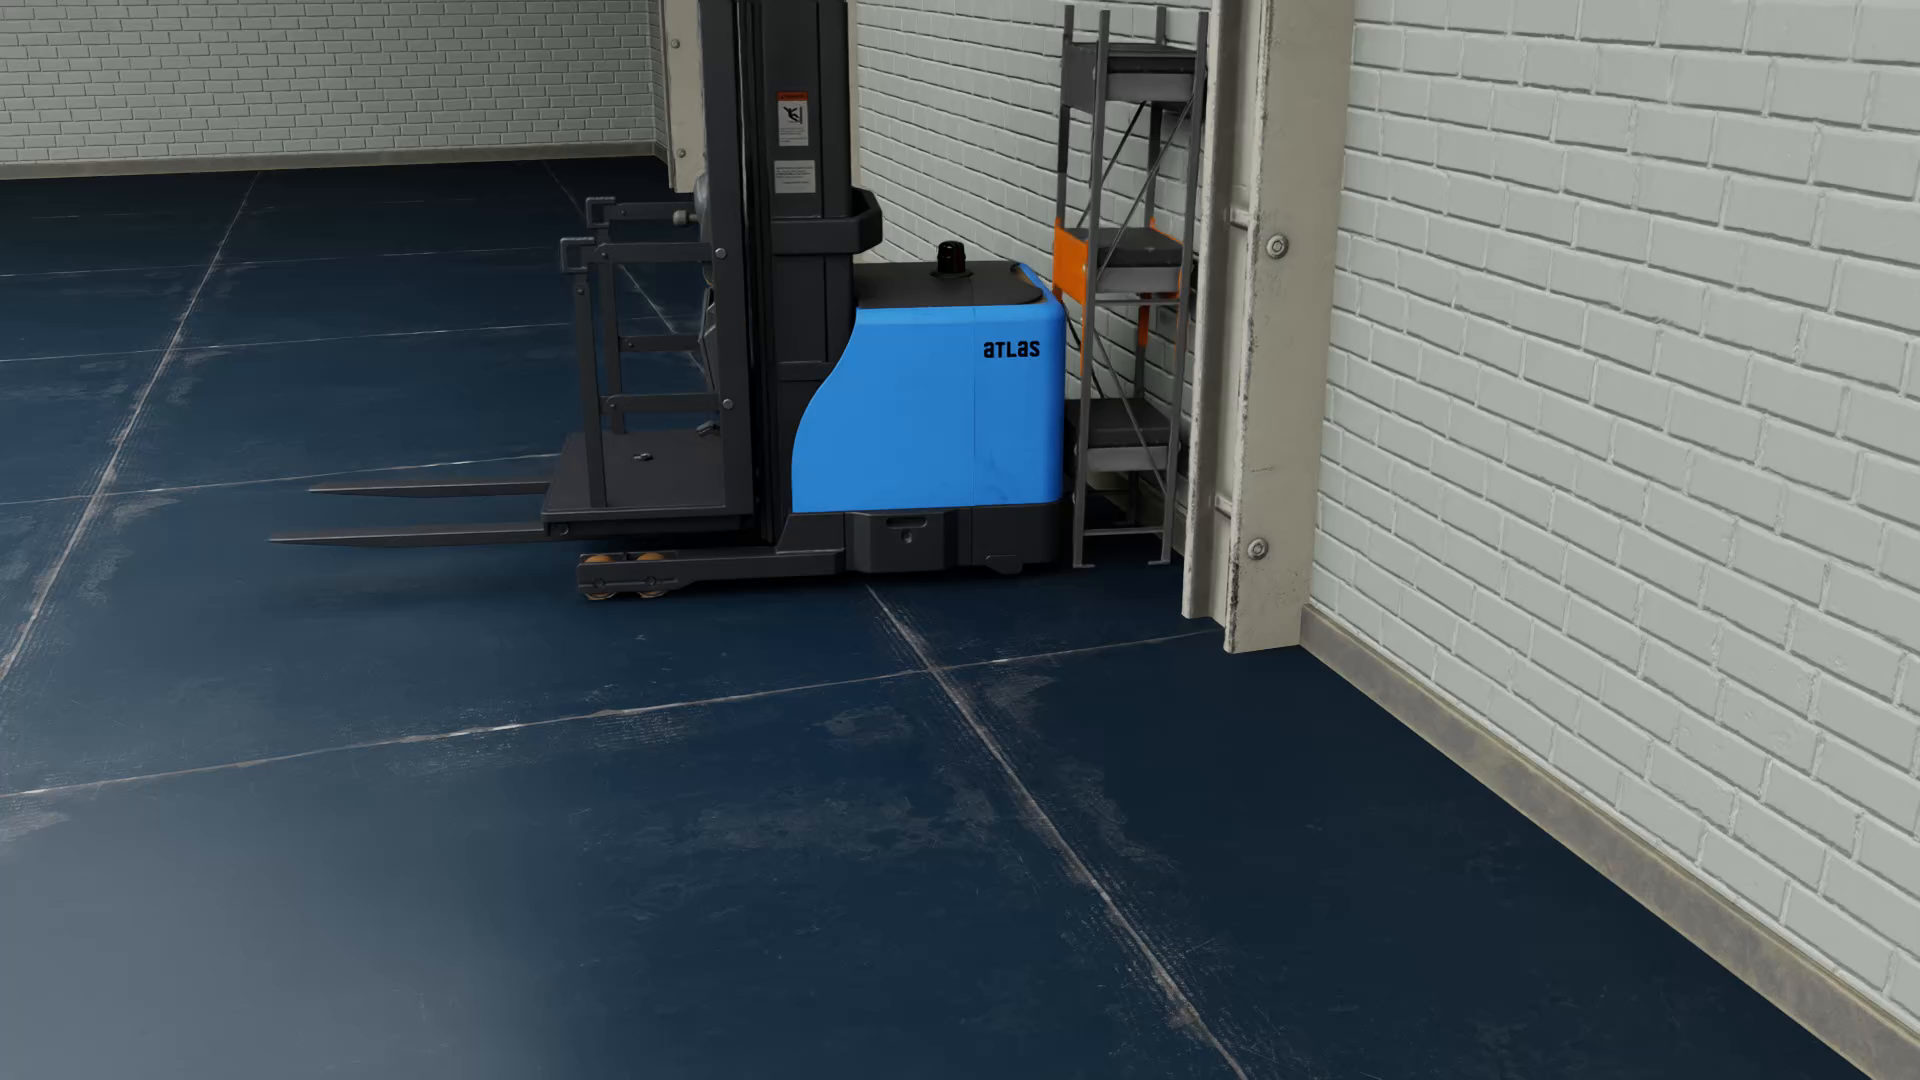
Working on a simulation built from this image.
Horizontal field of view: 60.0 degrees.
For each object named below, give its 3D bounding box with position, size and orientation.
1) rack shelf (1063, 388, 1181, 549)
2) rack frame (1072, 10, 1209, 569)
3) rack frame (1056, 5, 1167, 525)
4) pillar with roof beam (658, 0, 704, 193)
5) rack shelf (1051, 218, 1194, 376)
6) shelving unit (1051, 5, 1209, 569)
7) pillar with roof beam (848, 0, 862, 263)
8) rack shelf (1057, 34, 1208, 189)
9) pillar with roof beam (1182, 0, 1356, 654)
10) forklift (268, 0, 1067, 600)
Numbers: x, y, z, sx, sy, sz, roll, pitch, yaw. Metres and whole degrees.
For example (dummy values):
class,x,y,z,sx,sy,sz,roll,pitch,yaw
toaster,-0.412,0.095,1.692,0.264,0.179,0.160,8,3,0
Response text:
class,x,y,z,sx,sy,sz,roll,pitch,yaw
rack shelf,0.601,-0.296,6.710,0.431,0.518,0.480,-3,20,-11
rack frame,0.666,-0.887,6.247,0.400,2.100,0.015,-3,20,-11
rack frame,0.570,-1.050,6.697,0.400,2.100,0.015,-3,20,-11
pillar with roof beam,-6.831,-7.311,13.958,9.100,9.000,0.400,-6,21,-17
rack shelf,0.618,-0.956,6.476,0.431,0.518,0.480,-3,20,-11
shelving unit,0.618,-0.968,6.472,0.431,2.100,0.503,-3,20,-11
pillar with roof beam,-4.945,-5.385,8.597,9.100,9.000,0.400,-6,21,-17
rack shelf,0.634,-1.615,6.242,0.431,0.518,0.480,-3,20,-11
pillar with roof beam,-3.059,-3.460,3.236,9.100,9.000,0.400,-6,21,-17
forklift,-1.142,-1.342,6.316,3.031,2.935,1.130,-2,20,-6
